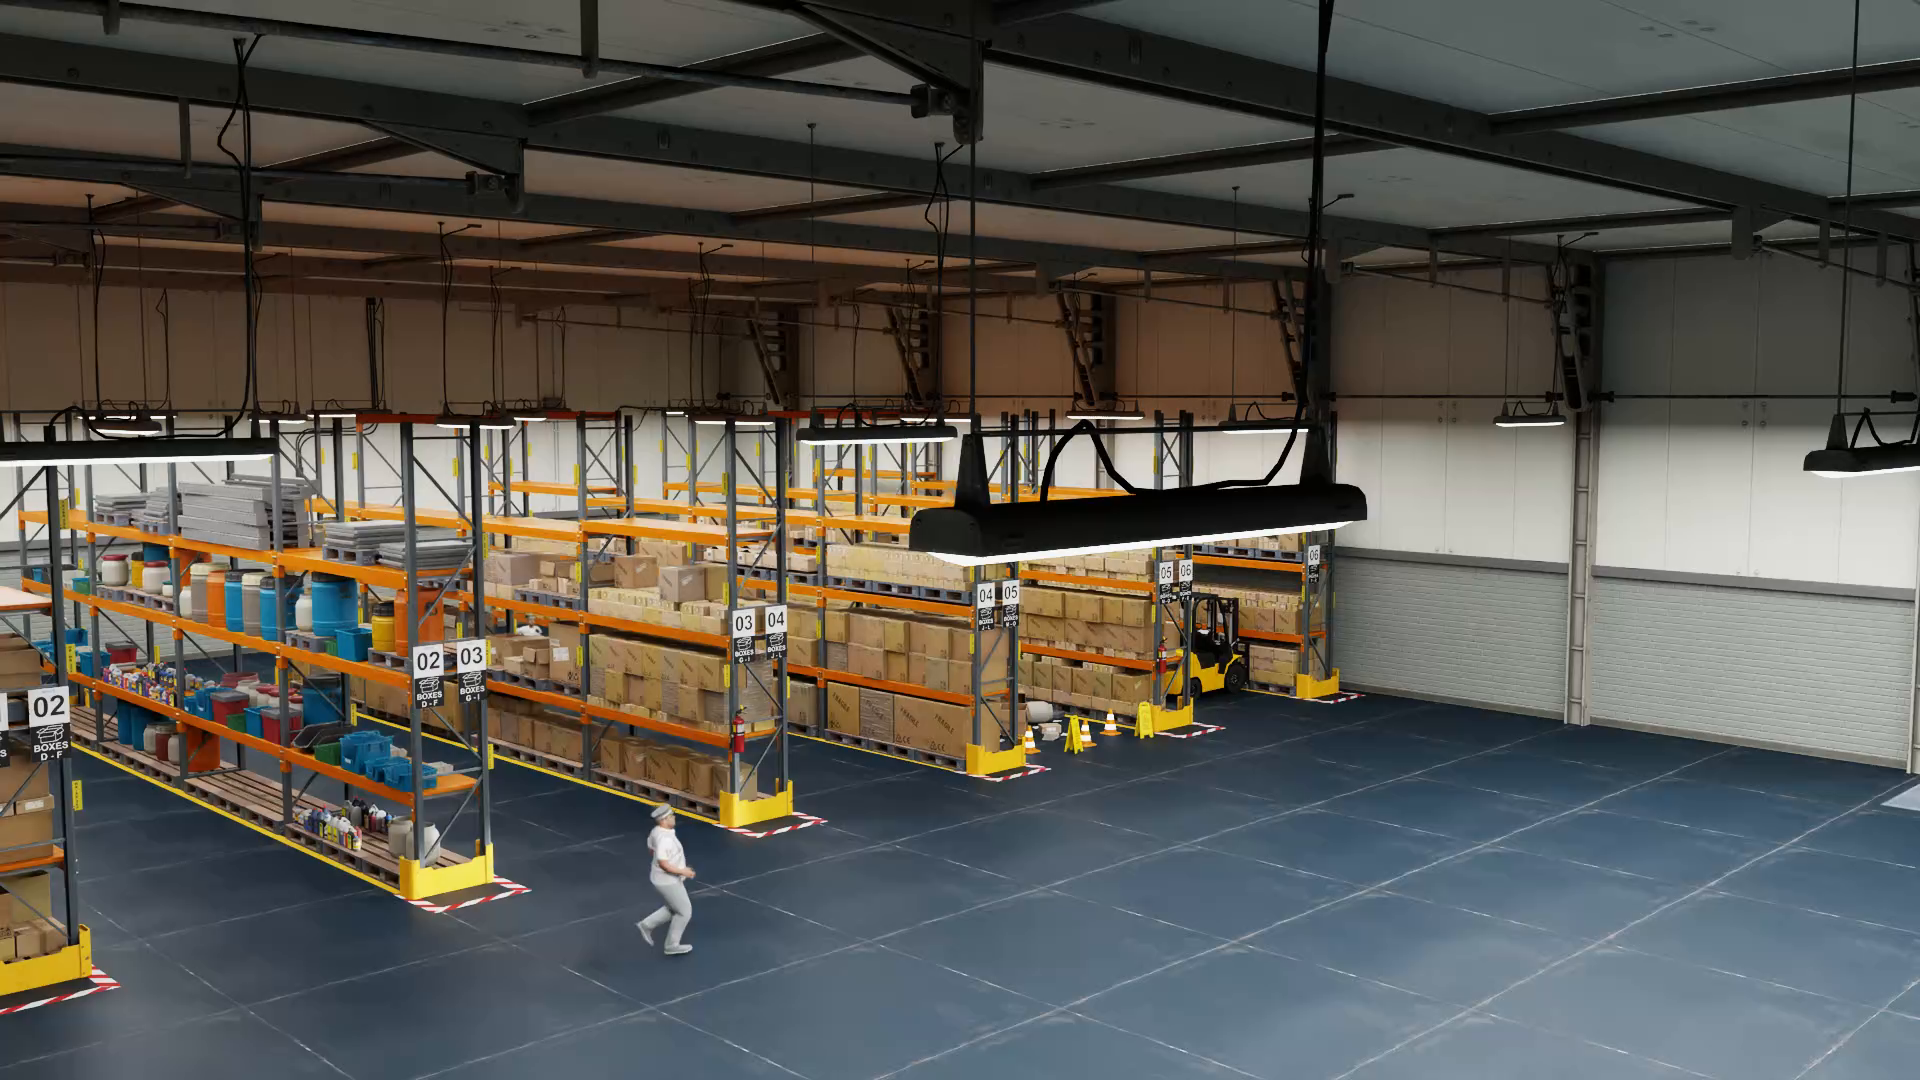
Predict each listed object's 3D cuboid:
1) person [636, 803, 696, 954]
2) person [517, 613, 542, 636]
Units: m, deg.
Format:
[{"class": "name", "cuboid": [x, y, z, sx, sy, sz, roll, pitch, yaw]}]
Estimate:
[{"class": "person", "cuboid": [-3.330, 3.829, 18.811, 0.625, 1.730, 0.661, -2, 5, -21]}, {"class": "person", "cuboid": [-9.145, 2.422, 35.396, 0.597, 1.749, 0.773, -5, 7, -43]}]
